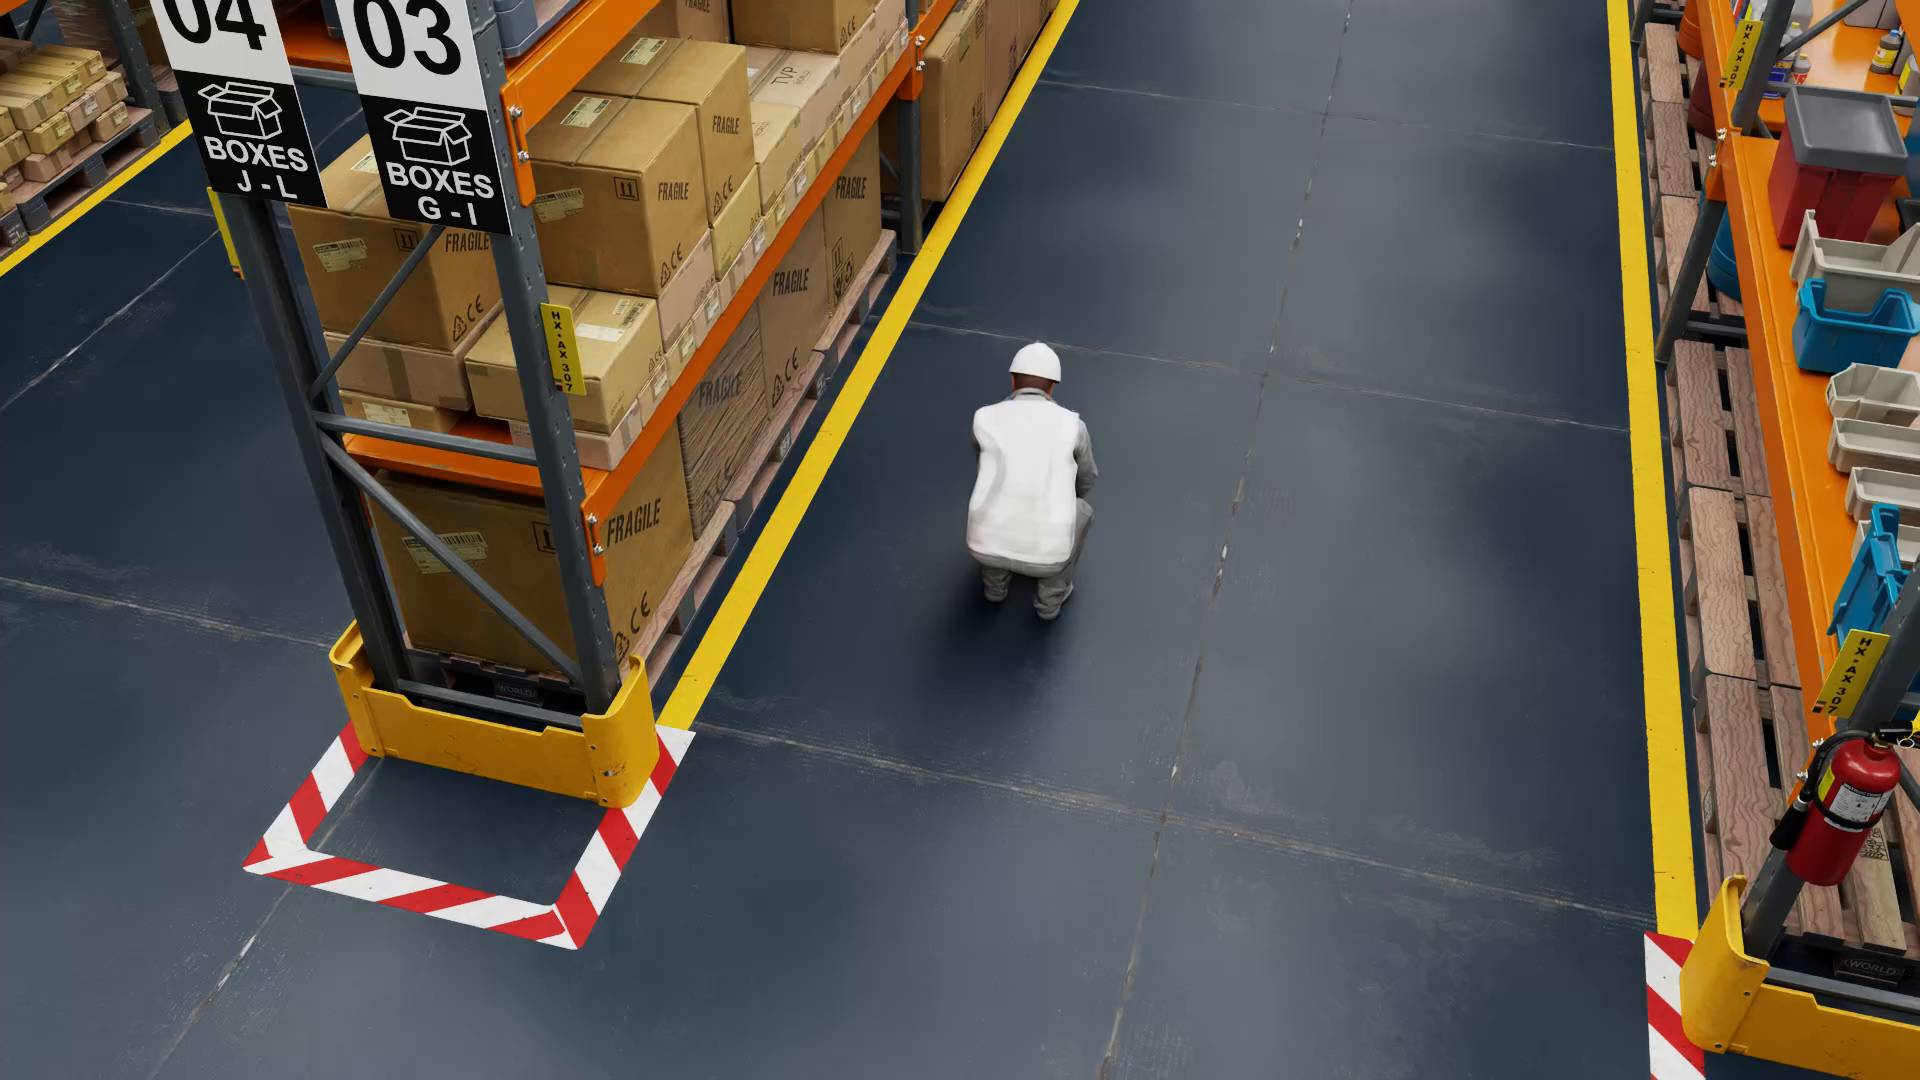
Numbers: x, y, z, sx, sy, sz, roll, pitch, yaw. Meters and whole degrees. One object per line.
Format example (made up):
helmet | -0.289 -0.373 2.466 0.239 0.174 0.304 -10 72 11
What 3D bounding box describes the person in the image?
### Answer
person | 0.288 -0.224 6.994 0.541 1.003 0.858 10 42 11
